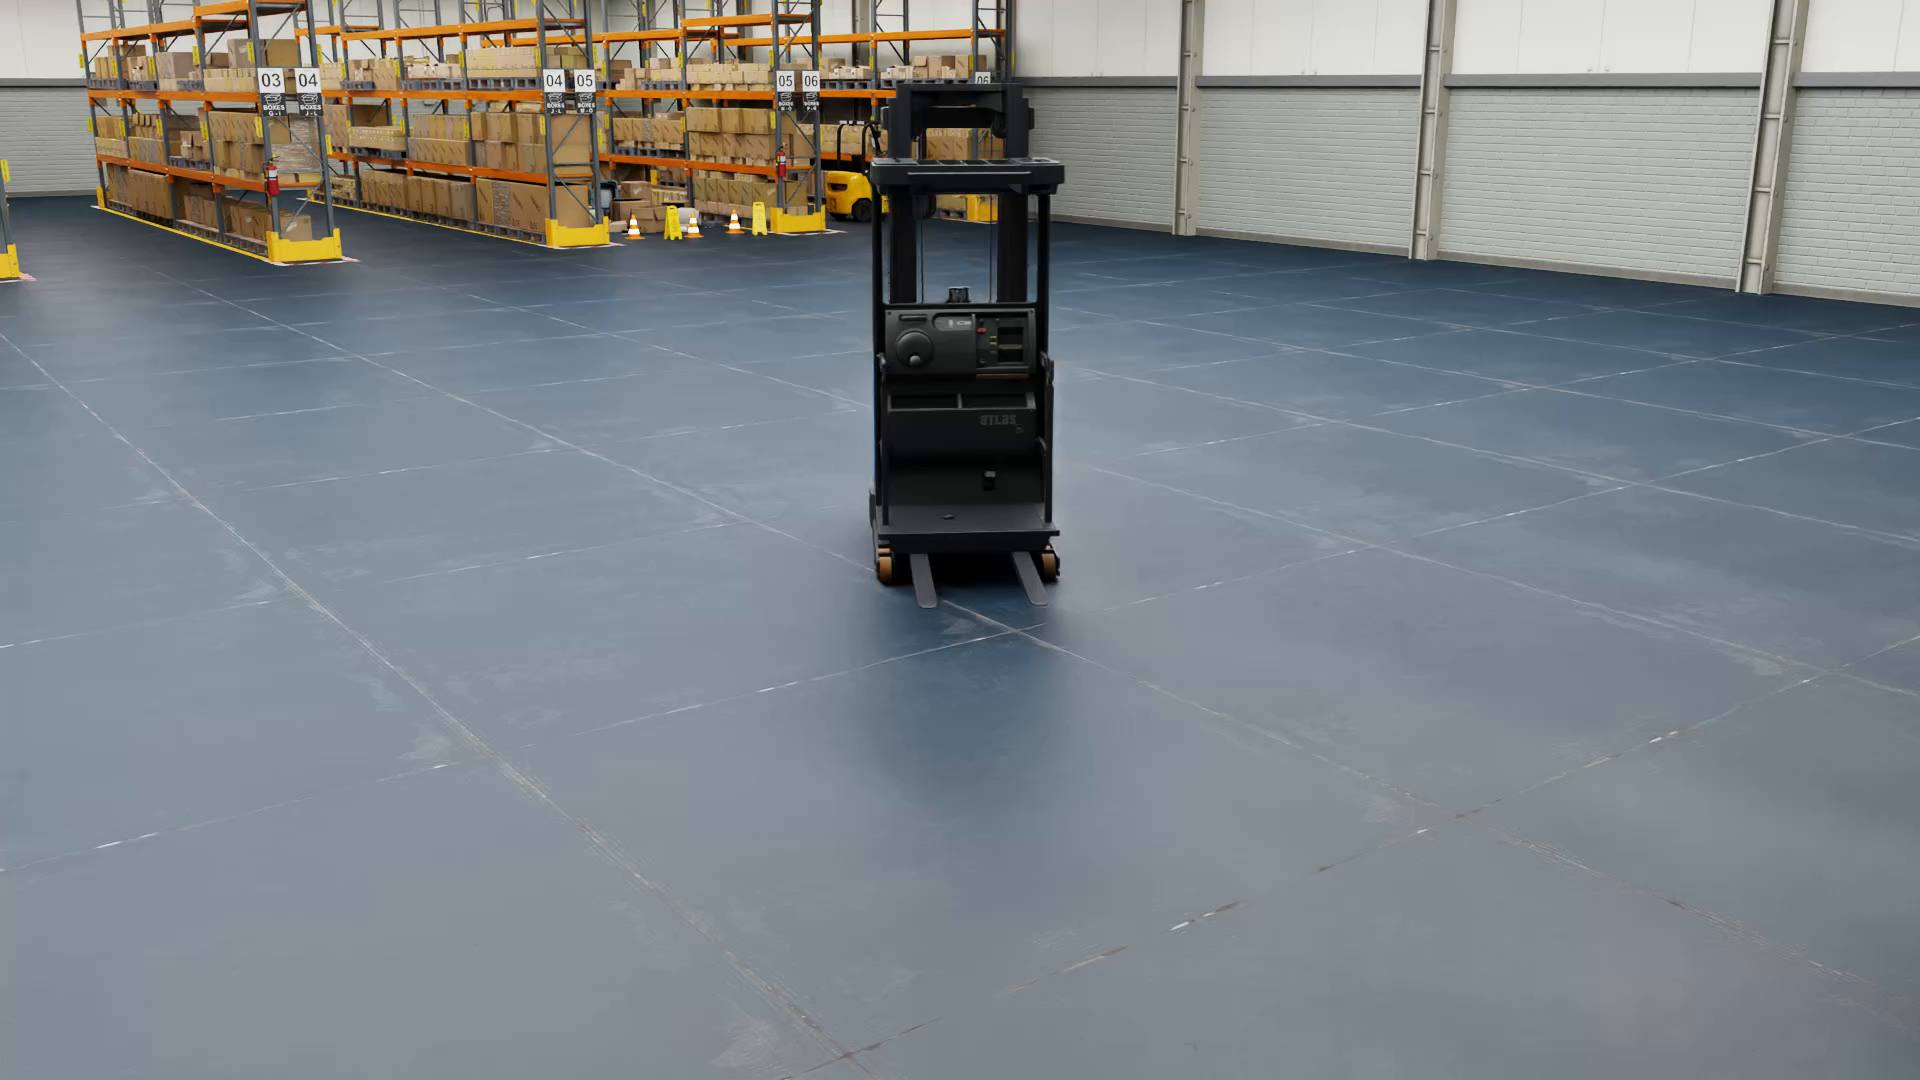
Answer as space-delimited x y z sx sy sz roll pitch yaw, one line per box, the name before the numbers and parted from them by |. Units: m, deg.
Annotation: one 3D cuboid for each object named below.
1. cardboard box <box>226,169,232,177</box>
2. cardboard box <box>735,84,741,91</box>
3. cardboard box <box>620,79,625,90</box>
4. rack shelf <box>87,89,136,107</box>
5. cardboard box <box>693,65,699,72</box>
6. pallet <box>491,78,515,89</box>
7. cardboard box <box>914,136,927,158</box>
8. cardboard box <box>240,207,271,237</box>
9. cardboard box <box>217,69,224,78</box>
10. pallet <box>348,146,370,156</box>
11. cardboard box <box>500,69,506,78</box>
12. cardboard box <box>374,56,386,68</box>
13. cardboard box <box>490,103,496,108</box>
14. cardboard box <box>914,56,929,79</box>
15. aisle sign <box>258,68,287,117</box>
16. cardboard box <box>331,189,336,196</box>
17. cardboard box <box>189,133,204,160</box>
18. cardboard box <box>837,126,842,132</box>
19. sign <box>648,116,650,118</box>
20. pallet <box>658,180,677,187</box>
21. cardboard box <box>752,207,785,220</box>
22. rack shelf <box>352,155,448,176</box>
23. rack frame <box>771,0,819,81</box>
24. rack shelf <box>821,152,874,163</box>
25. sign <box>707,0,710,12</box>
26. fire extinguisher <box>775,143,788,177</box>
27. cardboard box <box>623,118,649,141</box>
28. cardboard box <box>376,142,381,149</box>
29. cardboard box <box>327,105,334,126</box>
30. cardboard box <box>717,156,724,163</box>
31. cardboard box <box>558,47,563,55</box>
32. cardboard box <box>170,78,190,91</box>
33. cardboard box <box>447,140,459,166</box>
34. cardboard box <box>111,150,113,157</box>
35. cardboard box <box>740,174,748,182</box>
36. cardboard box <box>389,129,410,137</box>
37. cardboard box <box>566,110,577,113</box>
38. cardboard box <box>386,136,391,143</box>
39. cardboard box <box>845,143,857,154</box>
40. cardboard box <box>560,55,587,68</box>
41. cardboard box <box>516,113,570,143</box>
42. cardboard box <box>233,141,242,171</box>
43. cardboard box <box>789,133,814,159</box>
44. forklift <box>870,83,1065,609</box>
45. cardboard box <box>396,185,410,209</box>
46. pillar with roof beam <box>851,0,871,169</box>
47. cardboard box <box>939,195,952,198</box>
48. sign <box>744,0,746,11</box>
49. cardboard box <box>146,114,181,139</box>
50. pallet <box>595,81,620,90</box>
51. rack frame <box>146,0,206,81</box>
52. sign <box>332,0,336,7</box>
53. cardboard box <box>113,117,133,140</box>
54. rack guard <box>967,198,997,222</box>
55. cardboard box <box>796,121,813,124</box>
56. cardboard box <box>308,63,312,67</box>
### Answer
cardboard box | -13.225 -6.738 30.487 0.380 0.149 0.250 -11 19 -35
cardboard box | -4.481 -9.488 34.853 0.380 0.149 0.250 -11 19 -36
cardboard box | -7.820 -10.794 39.403 0.396 0.266 0.258 -11 19 -35
rack shelf | -19.562 -10.403 39.083 1.077 0.370 4.000 -11 19 -35
cardboard box | -5.569 -10.247 36.117 0.380 0.149 0.250 -10 18 -33
pallet | -8.425 -8.883 32.336 1.003 0.211 1.213 -11 19 -35
cardboard box | -0.707 -9.063 38.317 0.500 0.500 0.500 -11 19 -34
cardboard box | -13.137 -5.952 31.079 0.500 0.500 0.500 -5 16 -17
cardboard box | -13.121 -8.393 29.908 0.380 0.149 0.250 -11 19 -36
pallet | -13.983 -9.346 39.904 1.003 0.211 1.213 -11 19 -35
cardboard box | -8.625 -8.982 32.021 0.380 0.149 0.250 -11 19 -34
cardboard box | -13.184 -10.952 38.087 0.396 0.266 0.258 -11 19 -35
cardboard box | -12.737 -11.993 45.900 0.380 0.149 0.250 -10 18 -33
cardboard box | -0.593 -10.792 37.962 0.797 0.503 0.637 -10 18 -33
aisle sign | -11.537 -7.508 27.900 0.394 0.787 0.004 -11 19 -35
cardboard box | -15.881 -8.871 42.411 0.380 0.149 0.250 -12 19 -37
cardboard box | -14.776 -7.776 32.813 0.797 0.503 0.637 -9 18 -29
cardboard box | -2.809 -10.145 41.042 0.380 0.149 0.250 -11 19 -34
sign | -7.585 -10.166 40.496 0.100 0.325 0.005 -11 19 -35
pallet | -8.195 -10.508 49.070 1.003 0.211 1.213 -11 19 -35
cardboard box | -4.021 -6.864 34.886 0.500 0.250 0.500 -11 19 -35
rack shelf | -13.139 -8.850 39.092 1.077 0.370 4.000 -11 19 -35
rack frame | -3.314 -10.745 33.289 1.000 3.000 0.127 -11 19 -35
rack shelf | -2.829 -9.557 41.675 1.077 0.370 4.000 -11 19 -35
sign | -6.807 -14.487 45.042 0.100 0.325 0.005 -11 19 -35
fire extinguisher | -3.620 -7.718 33.741 0.296 0.674 0.183 -11 19 -35
cardboard box | -7.629 -9.712 39.330 0.500 0.500 0.500 -10 18 -32
cardboard box | -13.224 -9.105 38.339 0.380 0.149 0.250 -12 19 -37
cardboard box | -15.407 -10.578 41.394 0.500 0.500 0.500 -10 18 -33
cardboard box | -4.996 -8.193 35.804 0.380 0.149 0.250 -11 19 -34
cardboard box | -7.344 -9.197 31.296 0.380 0.149 0.250 -11 19 -34
cardboard box | -15.352 -9.038 33.019 0.500 0.250 0.500 -10 18 -33
cardboard box | -10.431 -8.142 34.953 0.500 0.500 0.500 -11 19 -35
cardboard box | -19.735 -9.098 39.110 0.380 0.149 0.250 -10 18 -34
cardboard box | -4.412 -7.655 35.128 0.380 0.149 0.250 -10 18 -34
cardboard box | -12.622 -9.172 37.458 0.380 0.149 0.250 -12 19 -37
cardboard box | -9.729 -10.594 42.018 0.500 0.500 0.500 -11 19 -36
cardboard box | -12.780 -9.086 37.710 0.380 0.149 0.250 -10 18 -32
cardboard box | -2.461 -9.578 40.674 0.500 0.250 0.500 -11 19 -35
cardboard box | -7.335 -8.973 31.233 0.500 0.250 0.500 -11 19 -35
cardboard box | -8.063 -7.984 32.235 0.875 0.550 0.550 -11 19 -35
cardboard box | -12.566 -6.937 29.987 0.875 0.500 0.500 -11 19 -35
cardboard box | -3.369 -8.188 34.556 0.500 0.500 0.500 -11 19 -35
forklift | 0.023 -1.240 10.056 1.130 2.935 3.031 -1 15 -4
cardboard box | -12.561 -7.867 38.076 0.500 0.500 0.500 -11 19 -35
pillar with roof beam | -5.992 -12.418 39.401 9.100 9.000 0.400 -11 19 -35
cardboard box | -0.127 -7.905 37.741 0.500 0.250 0.500 -11 19 -35
sign | -5.912 -14.693 45.645 0.100 0.325 0.005 -11 19 -35
cardboard box | -17.232 -8.994 36.166 0.797 0.503 0.637 -10 18 -33
pallet | -8.440 -11.045 40.424 1.213 0.211 1.003 -10 18 -32
rack frame | -16.034 -10.915 33.911 1.000 3.000 0.127 -11 19 -35
sign | -16.206 -13.981 43.041 0.100 0.325 0.005 -11 19 -35
cardboard box | -19.164 -9.473 38.305 0.500 0.500 0.500 -11 19 -34
rack guard | 0.713 -7.412 37.210 1.175 0.500 0.348 -11 19 -35
cardboard box | -4.182 -10.716 43.562 0.500 0.500 0.500 -10 18 -32
cardboard box | -16.282 -12.003 42.149 0.380 0.149 0.250 -11 19 -34
